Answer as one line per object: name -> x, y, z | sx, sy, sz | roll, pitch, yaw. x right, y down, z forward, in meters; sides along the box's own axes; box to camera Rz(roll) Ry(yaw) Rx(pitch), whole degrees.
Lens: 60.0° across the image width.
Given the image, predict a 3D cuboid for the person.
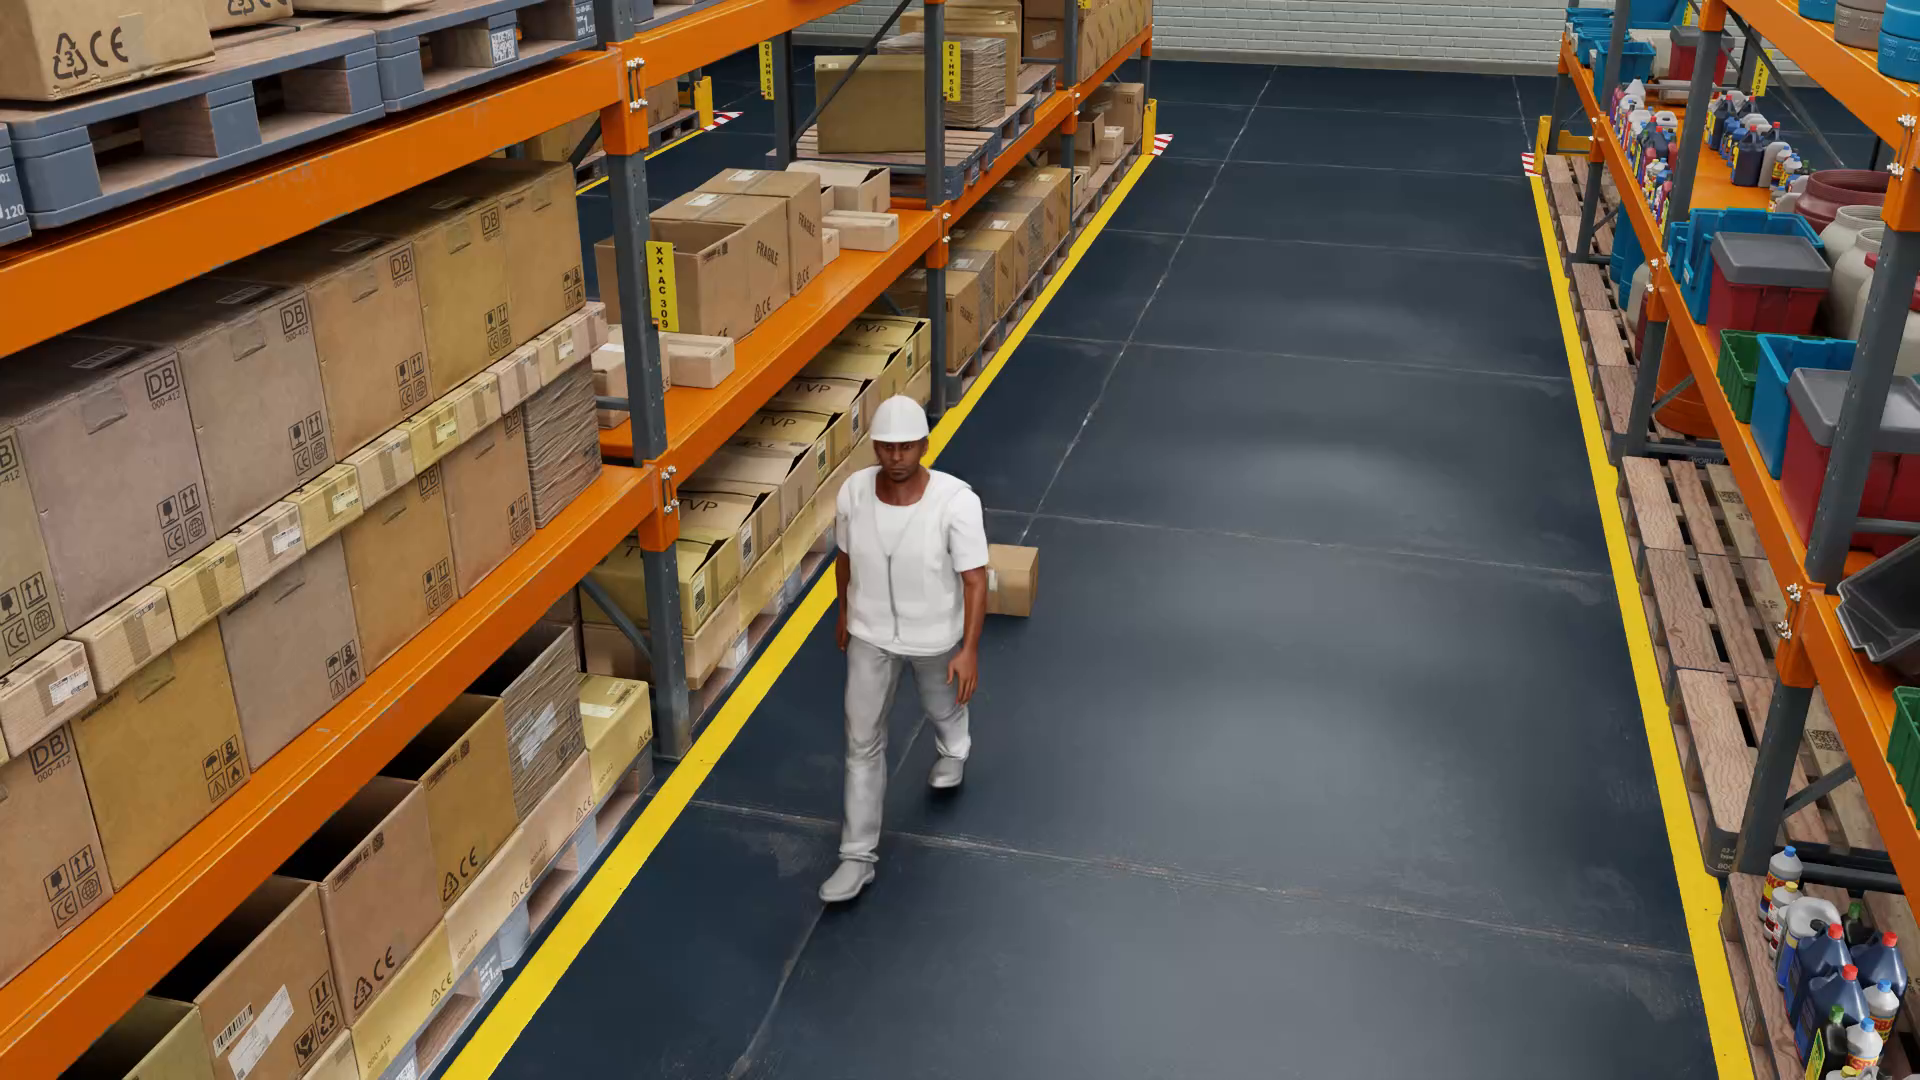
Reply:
person -> -0.203, 0.335, 5.874 | 0.607, 1.712, 1.084 | 4, 26, 9
